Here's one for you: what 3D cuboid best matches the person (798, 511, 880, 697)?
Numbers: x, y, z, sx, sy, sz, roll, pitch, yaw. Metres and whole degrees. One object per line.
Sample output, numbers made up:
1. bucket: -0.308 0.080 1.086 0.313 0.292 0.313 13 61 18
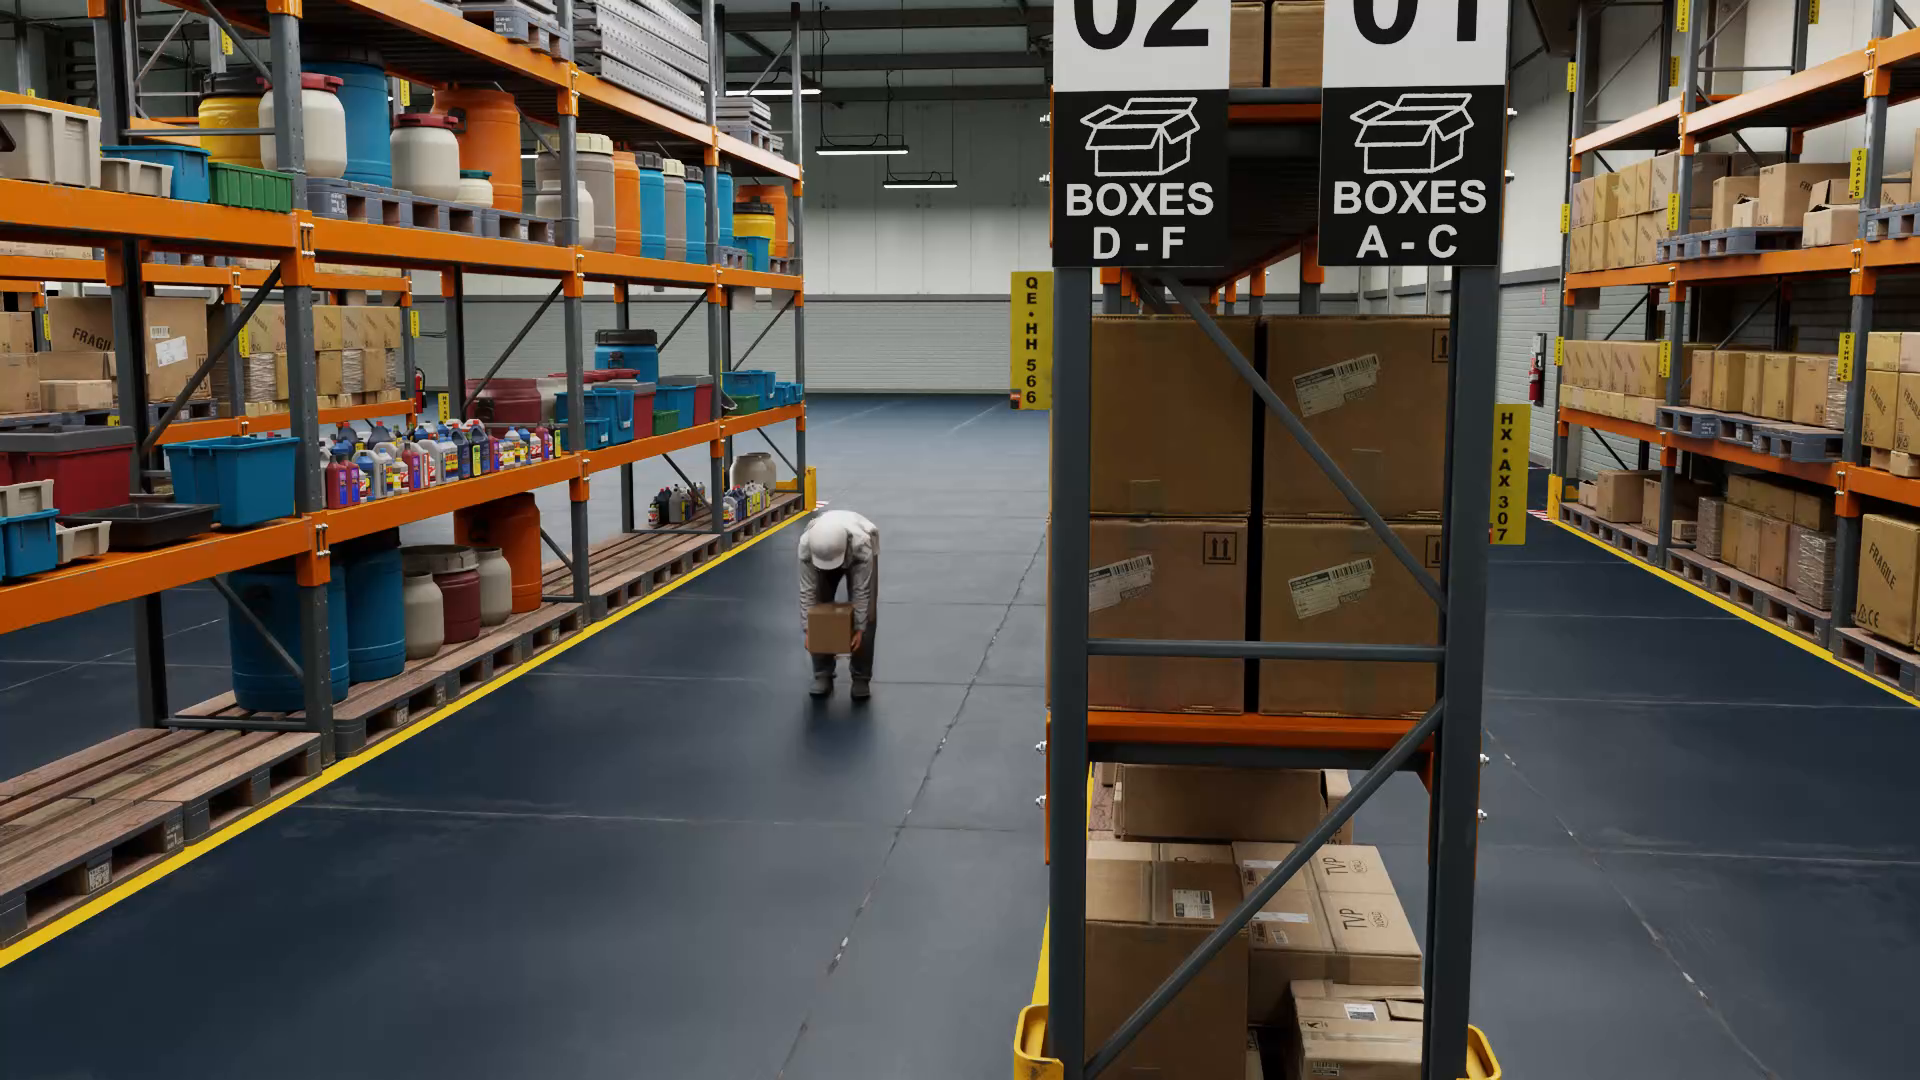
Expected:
1. person: -0.738 0.405 10.005 0.465 1.152 1.003 1 8 4
